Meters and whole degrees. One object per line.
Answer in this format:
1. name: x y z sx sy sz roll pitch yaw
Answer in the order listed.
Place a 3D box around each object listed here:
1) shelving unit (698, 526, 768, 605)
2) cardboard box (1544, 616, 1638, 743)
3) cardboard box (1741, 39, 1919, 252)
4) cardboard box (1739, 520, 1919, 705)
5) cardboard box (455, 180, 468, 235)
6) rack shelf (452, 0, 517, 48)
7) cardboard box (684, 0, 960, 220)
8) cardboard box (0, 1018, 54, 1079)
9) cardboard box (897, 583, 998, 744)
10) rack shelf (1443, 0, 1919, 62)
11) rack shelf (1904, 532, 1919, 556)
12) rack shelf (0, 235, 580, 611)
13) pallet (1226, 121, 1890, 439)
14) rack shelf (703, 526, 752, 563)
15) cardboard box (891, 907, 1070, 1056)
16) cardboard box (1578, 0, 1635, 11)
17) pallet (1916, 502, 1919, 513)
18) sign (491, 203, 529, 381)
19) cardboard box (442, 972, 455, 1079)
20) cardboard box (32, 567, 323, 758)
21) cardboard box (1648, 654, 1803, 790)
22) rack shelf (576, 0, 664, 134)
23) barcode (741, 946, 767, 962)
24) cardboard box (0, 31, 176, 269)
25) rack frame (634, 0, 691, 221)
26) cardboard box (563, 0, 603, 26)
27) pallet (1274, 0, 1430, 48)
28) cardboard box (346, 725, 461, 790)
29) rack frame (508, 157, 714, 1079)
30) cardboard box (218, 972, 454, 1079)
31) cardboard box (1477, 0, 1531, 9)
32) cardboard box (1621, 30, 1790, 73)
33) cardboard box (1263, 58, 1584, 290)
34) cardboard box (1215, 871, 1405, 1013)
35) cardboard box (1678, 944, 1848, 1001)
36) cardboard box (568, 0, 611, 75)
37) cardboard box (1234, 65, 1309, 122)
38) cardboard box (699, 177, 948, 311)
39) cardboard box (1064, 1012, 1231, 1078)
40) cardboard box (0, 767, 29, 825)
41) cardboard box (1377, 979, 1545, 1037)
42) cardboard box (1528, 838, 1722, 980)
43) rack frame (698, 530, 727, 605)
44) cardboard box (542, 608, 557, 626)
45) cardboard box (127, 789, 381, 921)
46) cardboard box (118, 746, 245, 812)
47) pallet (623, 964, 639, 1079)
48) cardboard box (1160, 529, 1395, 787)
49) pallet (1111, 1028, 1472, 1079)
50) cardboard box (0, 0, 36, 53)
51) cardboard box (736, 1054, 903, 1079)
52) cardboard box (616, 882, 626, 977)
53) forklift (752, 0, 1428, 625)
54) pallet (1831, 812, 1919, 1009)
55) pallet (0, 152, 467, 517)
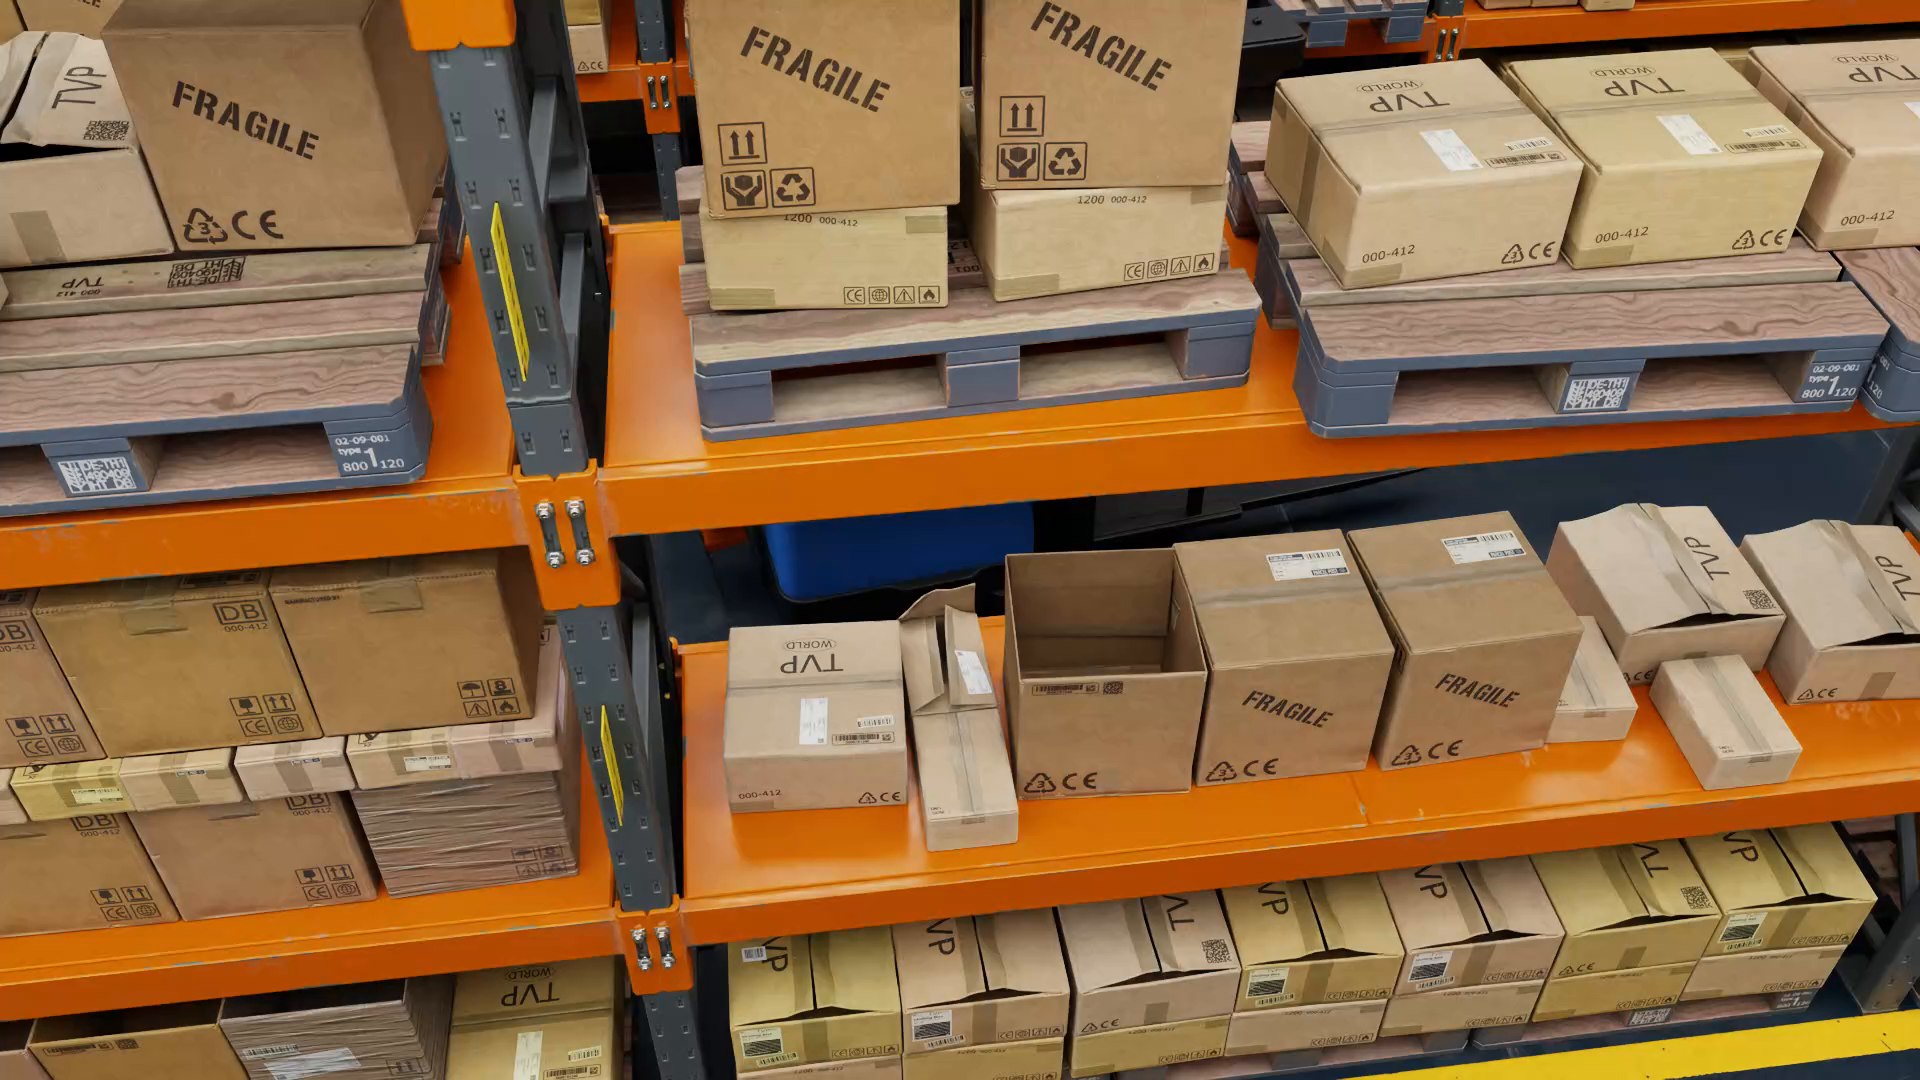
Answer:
1. shelving unit: -1.045 -0.247 6.831 0.189 1.200 0.258 -18 44 -6
2. cardboard box: 1.815 0.412 4.957 0.250 0.149 0.380 -2 42 -2
3. cardboard box: 2.112 -0.910 3.793 0.500 0.250 0.500 -4 42 -4
4. cardboard box: 2.706 0.206 5.064 0.500 0.311 0.500 -3 42 -3
5. cardboard box: -2.564 -1.890 8.859 0.500 0.500 0.500 -8 43 -9
6. rack shelf: 1.089 -1.468 3.210 4.000 0.370 1.077 -5 42 -6
7. cardboard box: -0.277 -1.002 3.336 0.500 0.500 0.500 -5 42 -5
8. cardboard box: -2.812 1.424 4.826 0.500 0.500 0.500 -5 42 -6
9. cardboard box: -0.046 0.369 4.917 0.258 0.266 0.396 -6 42 -7
10. rack shelf: 4.409 -3.026 9.117 4.000 0.370 1.077 -5 42 -6
11. rack shelf: 5.055 0.264 5.470 4.000 0.370 1.077 -5 42 -6
12. rack shelf: -2.877 -0.155 3.695 4.000 0.370 1.077 -5 42 -6
13. pallet: 1.302 -0.656 3.854 1.213 0.211 1.003 -3 42 -4
14. rack shelf: -1.001 -0.047 7.029 0.180 0.103 0.258 -18 44 -6
15. cardboard box: 0.045 1.264 5.145 0.500 0.311 0.500 -5 42 -6
16. cardboard box: 3.308 -2.891 8.604 0.250 0.149 0.380 -4 42 -4
17. pallet: 3.735 0.136 5.218 1.003 0.211 1.213 -5 42 -6
18. sign: -0.821 -0.449 3.039 0.005 0.325 0.100 -5 42 -6
19. cardboard box: -1.823 1.605 5.186 0.500 0.250 0.500 -5 42 -6
20. cardboard box: -1.834 0.086 4.087 0.500 0.500 0.700 -5 42 -6
21. cardboard box: 2.216 0.525 4.831 0.250 0.149 0.380 -5 42 -6
22. rack shelf: -3.523 -2.331 8.347 4.000 0.370 1.077 -5 42 -6
23. barcode: -0.587 1.180 4.738 0.075 0.075 0.001 -5 42 -6
24. cardboard box: -1.963 -0.856 3.583 0.500 0.311 0.500 -7 43 -8
25. rack frame: -1.540 -2.772 8.299 0.127 3.000 1.000 -5 42 -6
26. cardboard box: -1.969 -2.756 7.818 0.500 0.500 0.500 -5 42 -6
27. pallet: 1.733 -2.915 8.601 1.003 0.211 1.213 -5 42 -6
28. cardboard box: -1.381 0.426 4.195 0.250 0.149 0.380 -6 42 -6
29. rack frame: -0.894 0.518 4.652 0.127 3.000 1.000 -5 42 -6
30. cardboard box: -1.823 1.325 4.936 0.500 0.500 0.500 -5 42 -6
31. cardboard box: 2.783 -2.908 8.622 0.250 0.149 0.380 -6 42 -6
32. cardboard box: 4.042 -2.526 9.317 0.750 0.750 0.750 -5 42 -6
33. cardboard box: 1.010 -0.822 3.696 0.500 0.250 0.500 -8 43 -9
34. cardboard box: 1.072 1.170 5.250 0.500 0.311 0.500 -4 42 -4
35. cardboard box: 2.582 1.243 5.587 0.500 0.250 0.500 -4 42 -5
36. cardboard box: -1.970 -2.481 8.074 0.500 0.250 0.500 -5 42 -5
37. cardboard box: 1.719 -2.257 9.266 0.500 0.500 0.700 -4 42 -5
38. cardboard box: -0.282 -0.744 3.609 0.500 0.250 0.500 -1 42 -1
39. cardboard box: 0.558 1.422 5.389 0.500 0.250 0.500 -6 42 -7
40. cardboard box: -2.395 0.515 4.096 0.250 0.149 0.380 -4 42 -4
41. cardboard box: 1.572 1.332 5.488 0.500 0.250 0.500 -4 42 -5
42. cardboard box: 2.070 1.086 5.343 0.500 0.311 0.500 -6 42 -6
43. rack frame: -1.131 -0.218 6.821 0.006 1.200 0.240 -18 44 -6
44. cardboard box: -1.186 0.134 4.518 0.250 0.149 0.380 -5 42 -6
45. cardboard box: -1.855 0.573 4.515 0.500 0.500 0.700 -5 42 -6
46. cardboard box: -1.901 0.474 4.142 0.250 0.149 0.380 -5 42 -6
47. pallet: -1.688 1.594 5.540 1.213 0.211 1.003 -5 42 -6
48. cardboard box: 0.889 0.335 4.779 0.500 0.500 0.500 -5 42 -5
49. pallet: 1.044 1.355 5.805 1.213 0.211 1.003 -5 42 -6
50. cardboard box: -4.503 -2.533 7.571 0.500 0.500 0.500 -5 42 -5
51. cardboard box: -0.462 1.512 5.288 0.500 0.250 0.500 -6 42 -7
52. cardboard box: -1.393 1.222 5.611 0.500 0.250 0.500 -5 42 -6
53. forklift: 0.600 -1.203 6.611 3.031 2.935 1.130 -11 43 -12
54. pallet: 3.817 1.166 6.015 1.213 0.211 1.003 -5 42 -6
55. pallet: -1.736 -0.472 3.576 1.213 0.211 1.003 -5 42 -6
